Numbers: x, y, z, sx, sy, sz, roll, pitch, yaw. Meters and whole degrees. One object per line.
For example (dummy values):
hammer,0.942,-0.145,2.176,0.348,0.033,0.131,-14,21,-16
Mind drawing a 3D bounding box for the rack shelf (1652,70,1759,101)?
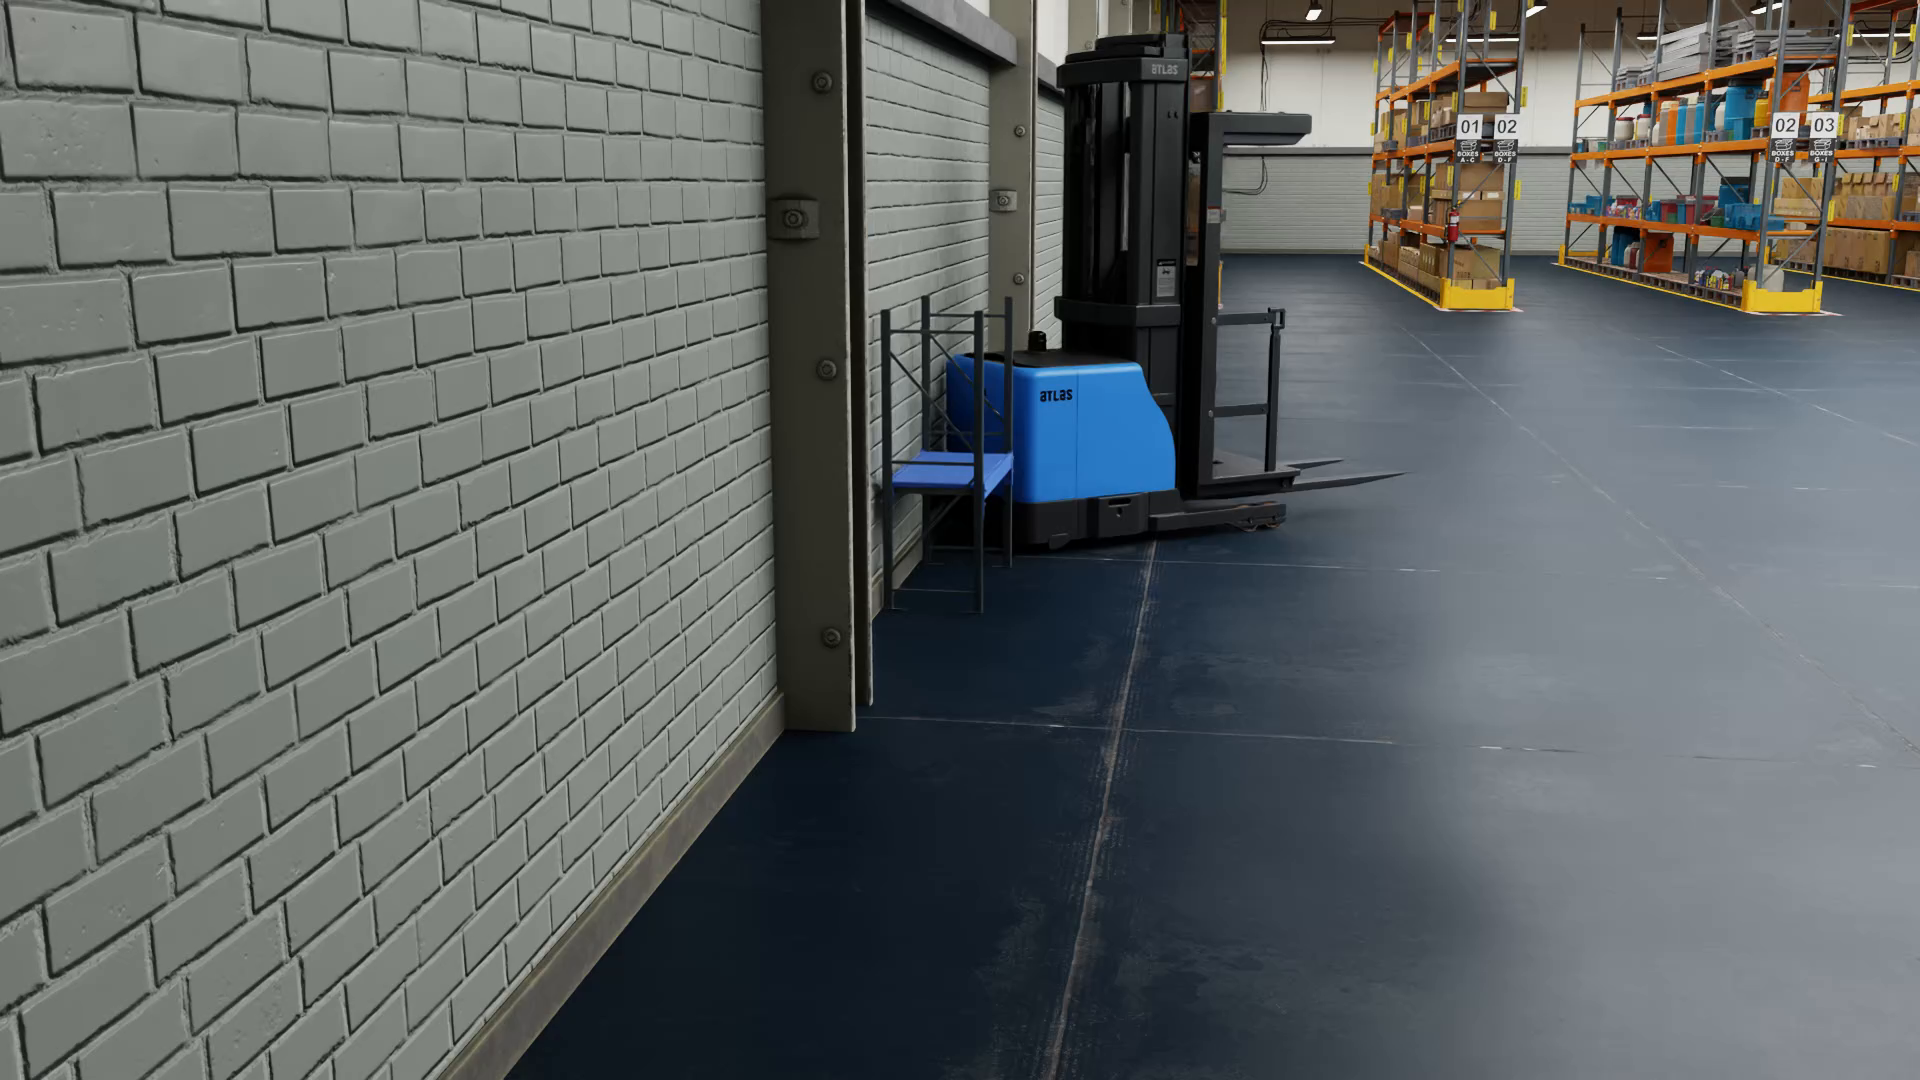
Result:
rack shelf,14.608,-8.897,32.572,1.077,0.370,4.000,2,12,9

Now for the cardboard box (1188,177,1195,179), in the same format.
cardboard box,4.940,-7.922,36.862,0.500,0.250,0.500,2,12,10

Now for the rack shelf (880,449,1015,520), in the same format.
rack shelf,-0.048,-0.302,8.690,0.538,0.185,1.000,2,12,10

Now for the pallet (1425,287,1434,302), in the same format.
pallet,9.057,-4.474,30.253,1.003,0.211,1.213,2,12,9

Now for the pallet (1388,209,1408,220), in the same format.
pallet,10.056,-7.138,36.452,1.213,0.211,1.003,2,12,9

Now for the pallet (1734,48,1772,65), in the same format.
pallet,14.016,-8.312,28.602,1.003,0.211,1.213,2,12,9

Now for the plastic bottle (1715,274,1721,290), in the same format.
plastic bottle,13.621,-4.623,29.745,0.152,0.276,0.135,2,12,7

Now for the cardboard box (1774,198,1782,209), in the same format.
cardboard box,20.699,-8.413,41.562,0.500,0.250,0.500,2,12,7

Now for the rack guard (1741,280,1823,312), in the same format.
rack guard,13.650,-4.058,27.634,1.175,0.500,0.348,2,12,9

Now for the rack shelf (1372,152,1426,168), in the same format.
rack shelf,10.944,-9.452,41.322,1.077,0.370,4.000,2,12,9

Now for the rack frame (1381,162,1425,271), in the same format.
rack frame,10.637,-7.921,39.630,1.000,3.000,0.127,2,12,9

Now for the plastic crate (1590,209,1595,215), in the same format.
plastic crate,15.437,-7.897,40.026,0.437,0.125,0.590,2,12,9

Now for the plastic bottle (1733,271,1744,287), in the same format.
plastic bottle,14.306,-4.795,30.542,0.152,0.276,0.135,2,12,9

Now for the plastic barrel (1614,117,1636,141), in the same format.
plastic barrel,15.202,-9.397,38.036,0.433,0.535,0.433,0,12,0

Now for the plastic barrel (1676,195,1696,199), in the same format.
plastic barrel,15.143,-6.888,34.510,0.600,0.536,0.708,2,12,9

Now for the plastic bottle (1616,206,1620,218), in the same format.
plastic bottle,14.940,-7.423,37.611,0.152,0.276,0.135,2,12,9

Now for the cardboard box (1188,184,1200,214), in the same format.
cardboard box,4.266,-5.976,29.131,0.500,0.500,0.500,2,12,9

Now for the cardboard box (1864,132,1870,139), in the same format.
cardboard box,20.047,-8.843,36.388,0.380,0.149,0.250,1,12,6

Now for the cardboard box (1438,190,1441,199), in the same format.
cardboard box,9.018,-6.360,30.606,0.380,0.149,0.250,1,12,7

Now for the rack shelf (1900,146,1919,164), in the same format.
rack shelf,19.502,-7.465,32.101,1.077,0.370,4.000,2,12,9

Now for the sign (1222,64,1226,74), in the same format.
sign,6.890,-12.321,43.401,0.100,0.325,0.005,2,12,9

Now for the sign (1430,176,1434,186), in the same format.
sign,11.186,-8.470,39.428,0.100,0.325,0.005,2,12,9

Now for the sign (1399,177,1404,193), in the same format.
sign,9.484,-7.632,35.725,0.100,0.325,0.005,2,12,9

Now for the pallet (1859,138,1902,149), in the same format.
pallet,20.025,-8.510,35.688,1.003,0.211,1.213,2,12,11

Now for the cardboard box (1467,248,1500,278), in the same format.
cardboard box,9.168,-4.860,29.173,0.500,0.500,0.500,2,12,9

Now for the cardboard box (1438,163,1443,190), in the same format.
cardboard box,9.268,-6.741,30.838,0.700,0.500,0.500,2,12,9

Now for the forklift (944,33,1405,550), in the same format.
forklift,1.450,-1.574,10.338,3.031,2.935,1.130,-6,14,-27

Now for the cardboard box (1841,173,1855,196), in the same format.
cardboard box,20.334,-8.006,37.403,0.797,0.503,0.637,2,12,7

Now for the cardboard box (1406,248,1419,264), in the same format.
cardboard box,9.419,-5.802,33.993,0.500,0.311,0.500,2,12,8

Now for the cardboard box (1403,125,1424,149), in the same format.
cardboard box,10.055,-8.696,35.866,0.910,0.500,0.500,2,12,9

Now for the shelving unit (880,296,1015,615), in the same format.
shelving unit,-0.048,-0.478,8.653,0.538,1.500,1.048,2,12,10

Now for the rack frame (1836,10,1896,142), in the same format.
rack frame,20.425,-10.532,37.505,1.000,3.000,0.127,2,12,9

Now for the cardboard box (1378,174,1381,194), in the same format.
cardboard box,10.612,-8.784,41.024,0.500,0.500,0.500,2,12,9

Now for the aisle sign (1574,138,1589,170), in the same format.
aisle sign,15.863,-9.888,42.586,0.394,0.787,0.004,2,12,9

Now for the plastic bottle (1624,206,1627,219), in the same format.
plastic bottle,14.781,-7.273,36.897,0.061,0.283,0.133,2,12,9

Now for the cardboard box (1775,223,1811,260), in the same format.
cardboard box,21.020,-7.463,41.550,0.875,0.875,0.875,2,12,9

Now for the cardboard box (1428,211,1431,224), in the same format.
cardboard box,9.360,-6.379,32.794,0.396,0.266,0.258,2,12,7

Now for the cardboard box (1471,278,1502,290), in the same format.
cardboard box,9.093,-4.389,28.769,0.500,0.250,0.500,2,12,9

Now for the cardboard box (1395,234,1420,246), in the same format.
cardboard box,9.938,-6.663,36.898,0.500,0.250,0.500,2,12,11

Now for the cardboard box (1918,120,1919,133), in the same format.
cardboard box,19.401,-8.332,32.990,0.500,0.500,0.500,2,12,9

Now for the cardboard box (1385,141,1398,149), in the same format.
cardboard box,10.449,-9.424,39.840,0.500,0.250,0.500,2,12,9

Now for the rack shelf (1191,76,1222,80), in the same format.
rack shelf,4.819,-9.218,34.062,1.077,0.370,4.000,2,12,9

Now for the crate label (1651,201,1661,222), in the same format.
crate label,14.495,-6.747,34.095,0.502,0.435,0.616,2,12,9

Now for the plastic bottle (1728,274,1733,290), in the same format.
plastic bottle,13.705,-4.594,29.594,0.061,0.283,0.133,2,12,9

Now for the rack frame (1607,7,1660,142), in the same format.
rack frame,15.530,-10.693,38.250,1.000,3.000,0.127,2,12,9

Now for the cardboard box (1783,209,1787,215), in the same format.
cardboard box,20.543,-8.085,40.987,0.380,0.149,0.250,2,12,8

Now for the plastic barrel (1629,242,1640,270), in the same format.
plastic barrel,15.147,-6.291,36.794,0.600,0.588,0.708,2,12,9

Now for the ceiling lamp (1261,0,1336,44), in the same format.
ceiling lamp,9.265,-15.177,45.201,2.000,3.185,0.800,2,12,9

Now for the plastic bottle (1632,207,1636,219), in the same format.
plastic bottle,14.687,-7.115,36.194,0.097,0.271,0.097,0,12,0

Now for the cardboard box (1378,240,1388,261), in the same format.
cardboard box,10.444,-7.042,40.440,0.500,0.500,0.500,2,12,9

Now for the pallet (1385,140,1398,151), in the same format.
pallet,10.311,-8.946,37.712,1.213,0.211,1.003,2,12,9

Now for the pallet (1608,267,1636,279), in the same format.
pallet,15.185,-5.983,37.255,1.003,0.211,1.213,2,12,9

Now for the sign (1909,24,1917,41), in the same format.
sign,19.260,-10.251,33.606,0.100,0.325,0.005,2,12,9

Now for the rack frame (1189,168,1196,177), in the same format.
rack frame,6.357,-8.914,44.235,1.000,3.000,0.127,2,12,9

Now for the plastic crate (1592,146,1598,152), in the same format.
plastic crate,15.350,-9.375,39.879,0.293,0.136,0.466,2,12,9
